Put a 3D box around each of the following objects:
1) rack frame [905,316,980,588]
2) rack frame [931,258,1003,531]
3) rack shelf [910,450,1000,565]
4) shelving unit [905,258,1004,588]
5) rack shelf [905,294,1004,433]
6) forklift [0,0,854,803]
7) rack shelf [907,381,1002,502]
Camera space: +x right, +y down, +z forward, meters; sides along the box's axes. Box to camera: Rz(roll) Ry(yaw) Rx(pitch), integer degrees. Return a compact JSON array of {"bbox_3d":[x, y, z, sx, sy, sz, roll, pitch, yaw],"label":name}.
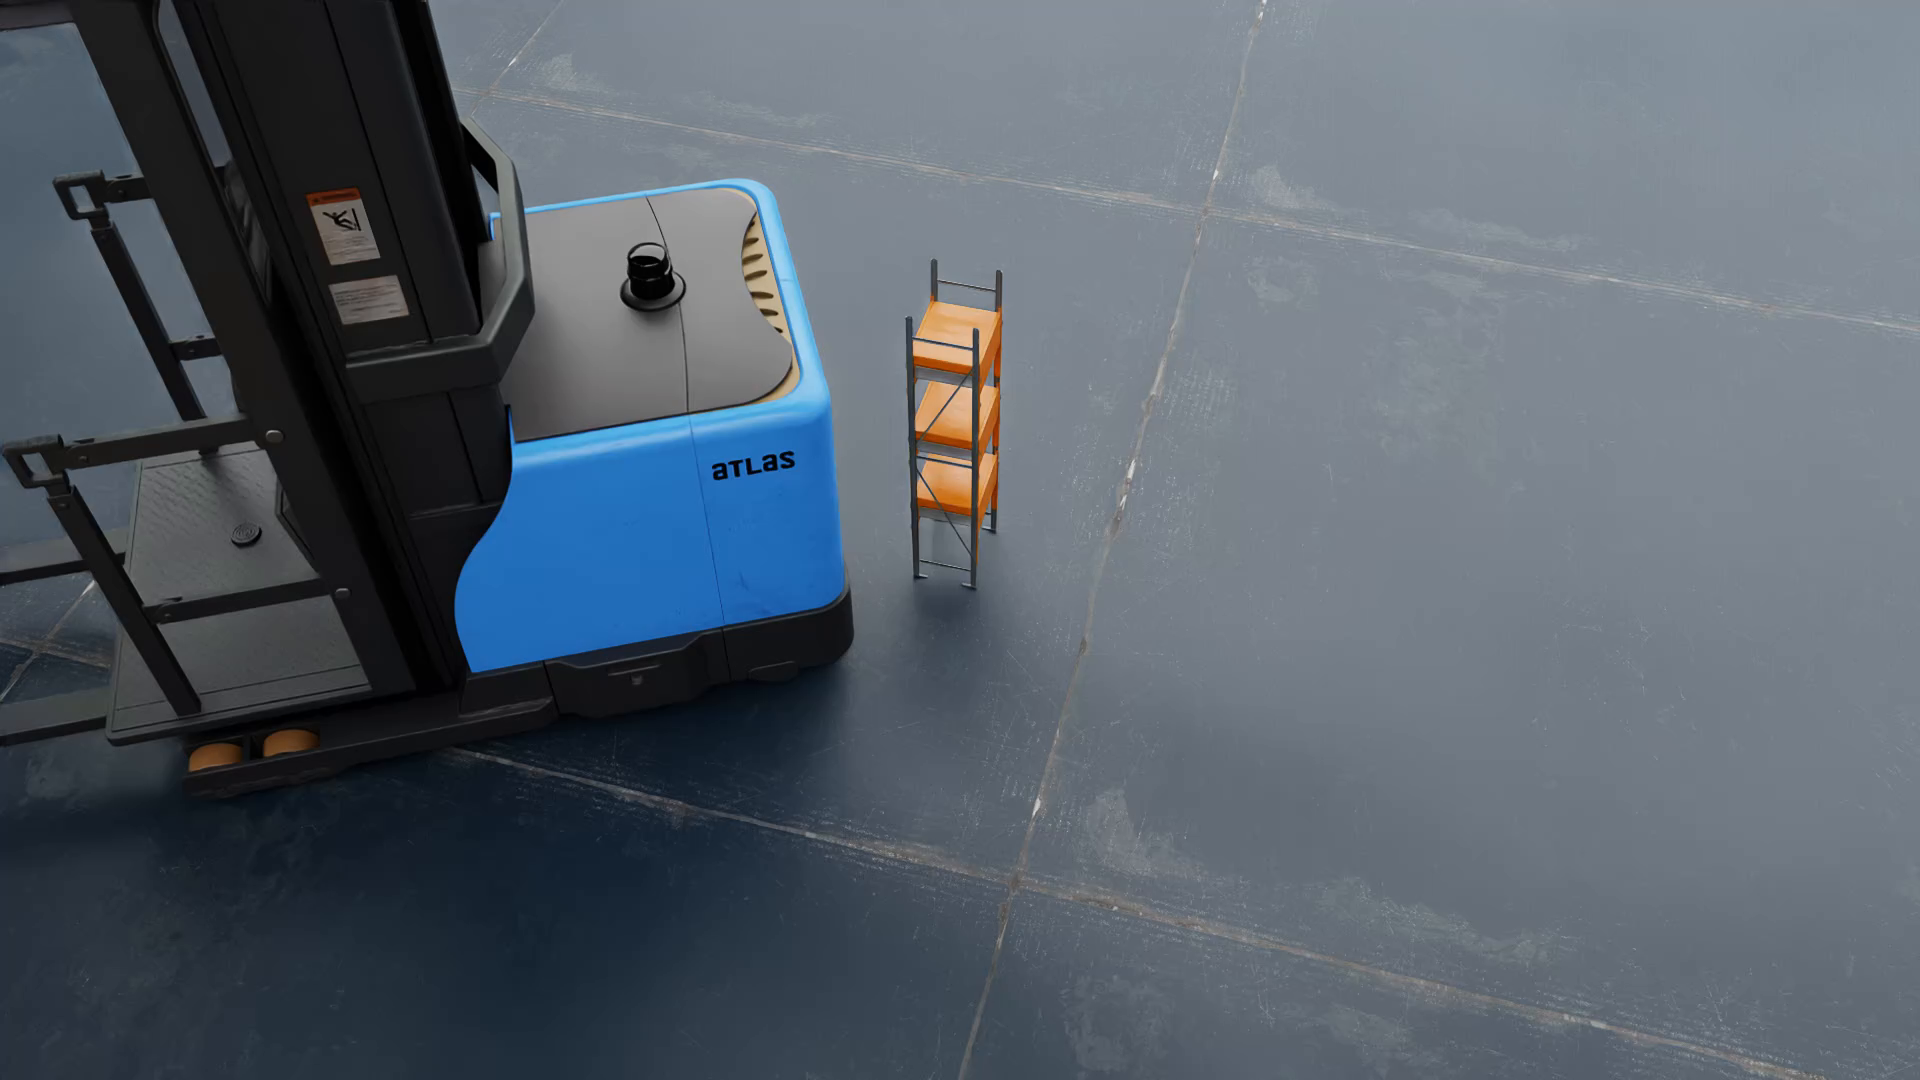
[{"bbox_3d":[-0.046,-0.220,4.744,0.200,1.050,0.008,12,50,10],"label":"rack frame"},{"bbox_3d":[0.018,-0.397,4.900,0.200,1.050,0.008,12,50,10],"label":"rack frame"},{"bbox_3d":[-0.014,-0.118,5.039,0.215,0.259,0.240,12,50,10],"label":"rack shelf"},{"bbox_3d":[-0.014,-0.309,4.822,0.215,1.050,0.252,12,50,10],"label":"shelving unit"},{"bbox_3d":[-0.014,-0.489,4.617,0.215,0.259,0.240,12,50,10],"label":"rack shelf"},{"bbox_3d":[-1.887,-0.693,3.907,3.031,2.935,1.130,-10,49,-9],"label":"forklift"},{"bbox_3d":[-0.014,-0.302,4.830,0.215,0.259,0.240,12,50,10],"label":"rack shelf"}]
